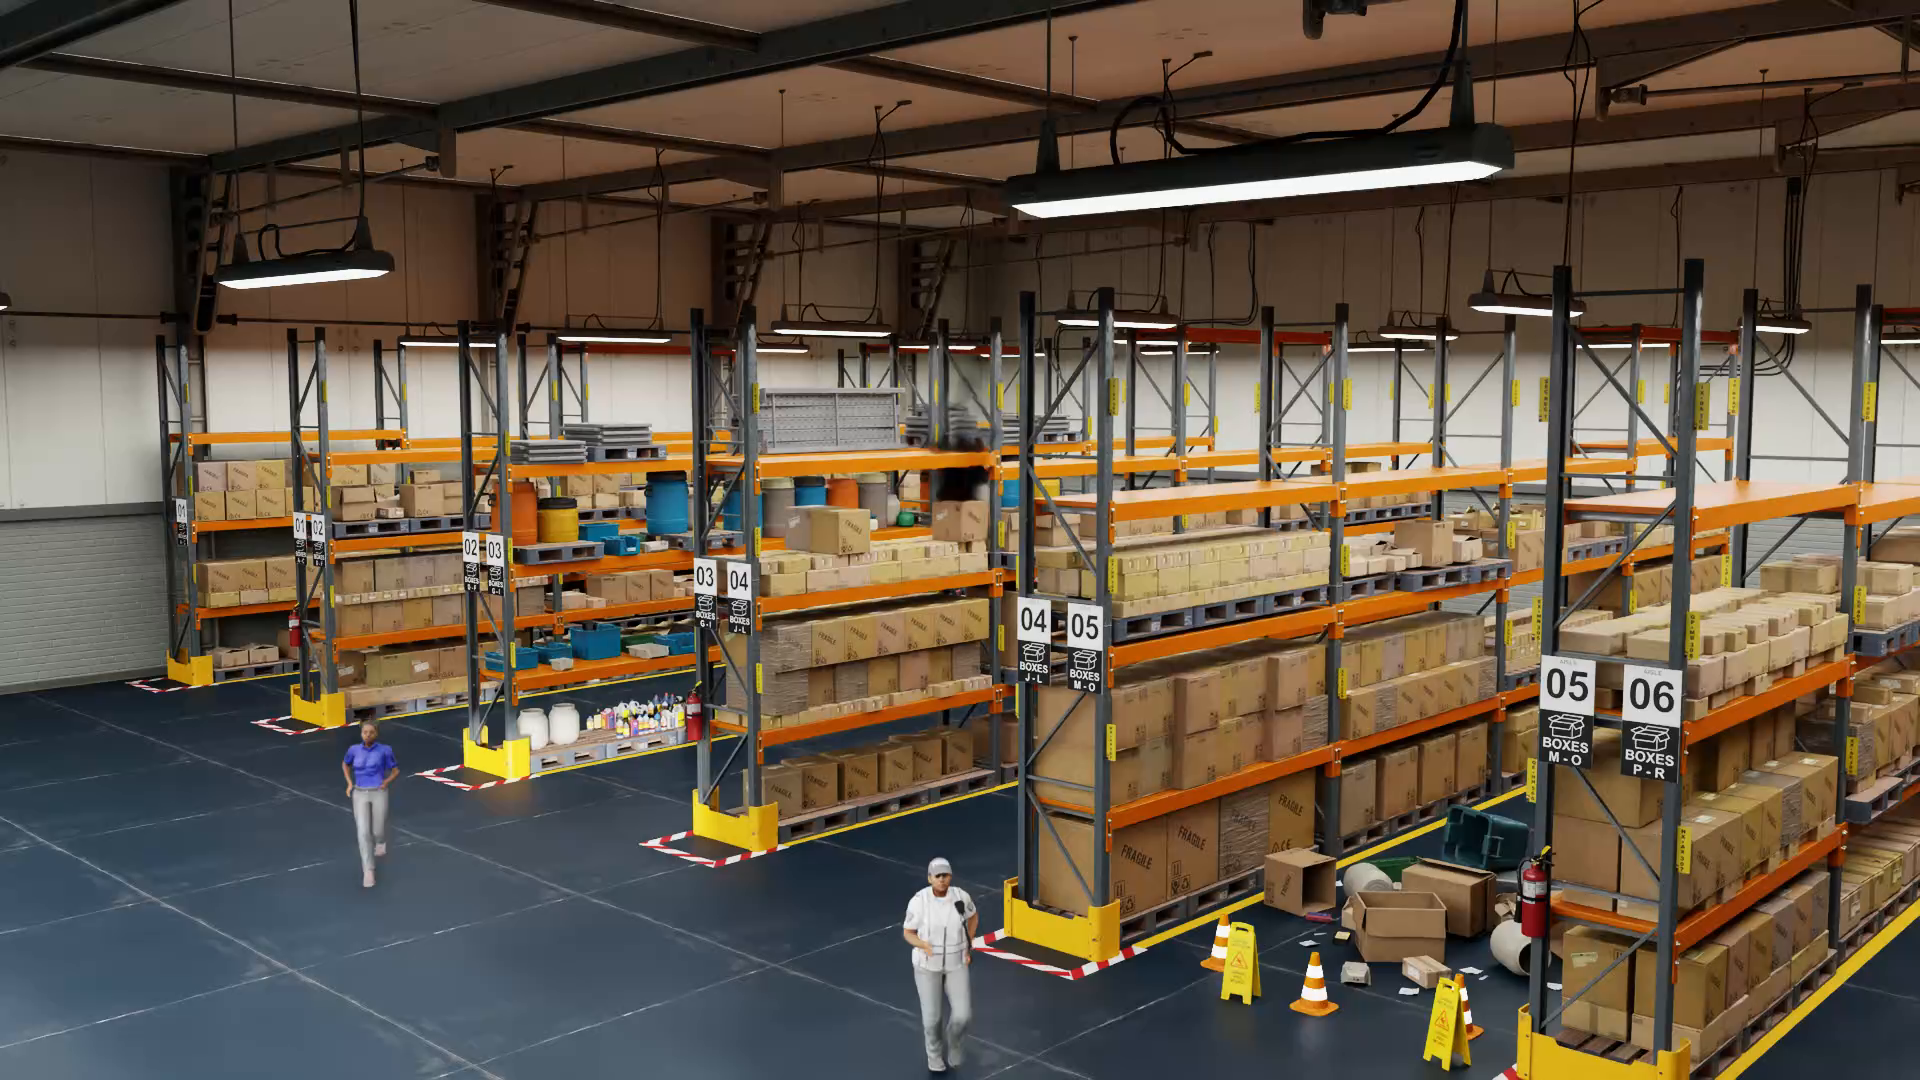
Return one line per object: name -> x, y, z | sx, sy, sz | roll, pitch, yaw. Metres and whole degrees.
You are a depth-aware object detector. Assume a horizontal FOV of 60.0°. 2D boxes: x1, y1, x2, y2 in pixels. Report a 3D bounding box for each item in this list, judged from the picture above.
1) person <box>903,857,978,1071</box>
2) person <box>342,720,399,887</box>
person -> -0.120, 3.186, 12.382 | 0.592, 1.632, 0.565 | -1, 5, -8
person -> -6.184, 2.715, 17.462 | 0.580, 1.663, 0.892 | -1, 6, -15
